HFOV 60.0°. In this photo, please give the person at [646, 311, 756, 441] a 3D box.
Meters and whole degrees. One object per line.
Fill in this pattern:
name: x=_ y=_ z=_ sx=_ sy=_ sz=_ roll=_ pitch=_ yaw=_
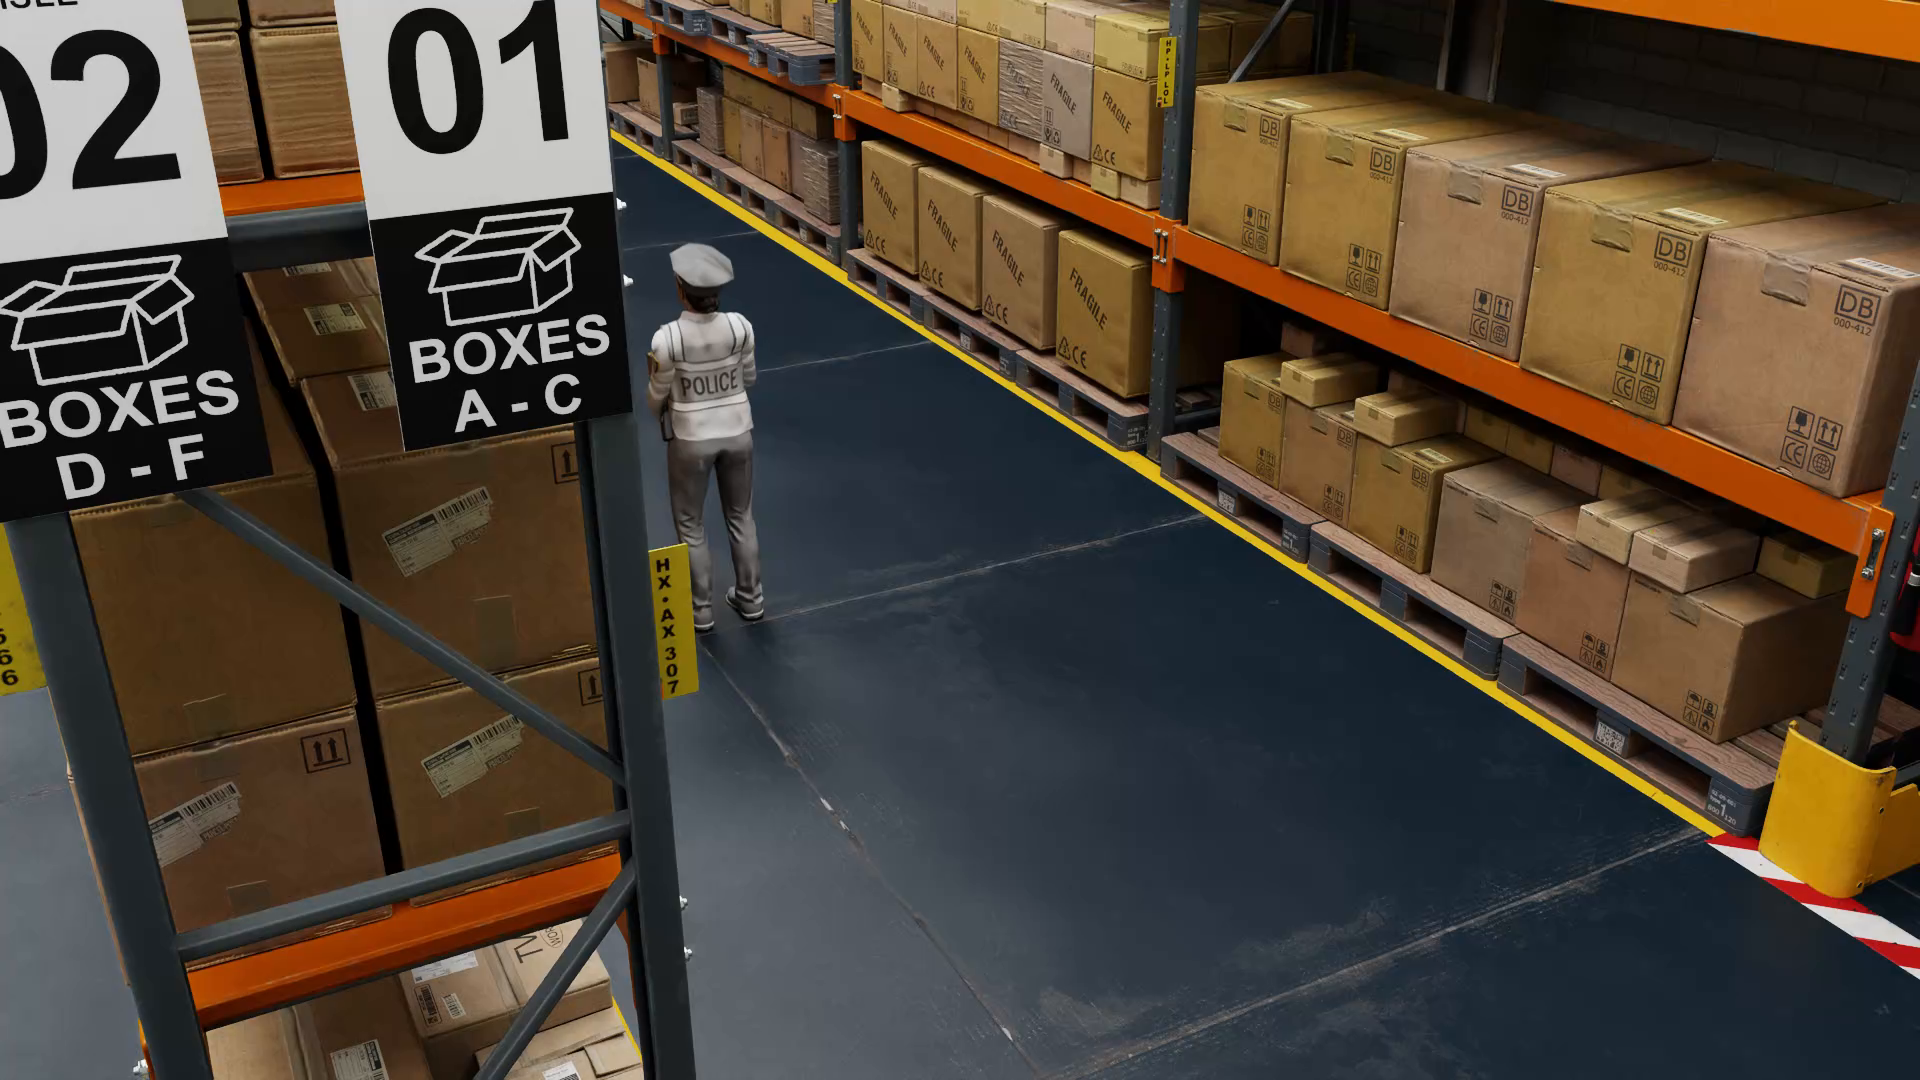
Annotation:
person: x=-1.067 y=-0.719 z=6.859 sx=0.459 sy=0.548 sz=0.412 roll=-12 pitch=28 yaw=-24
